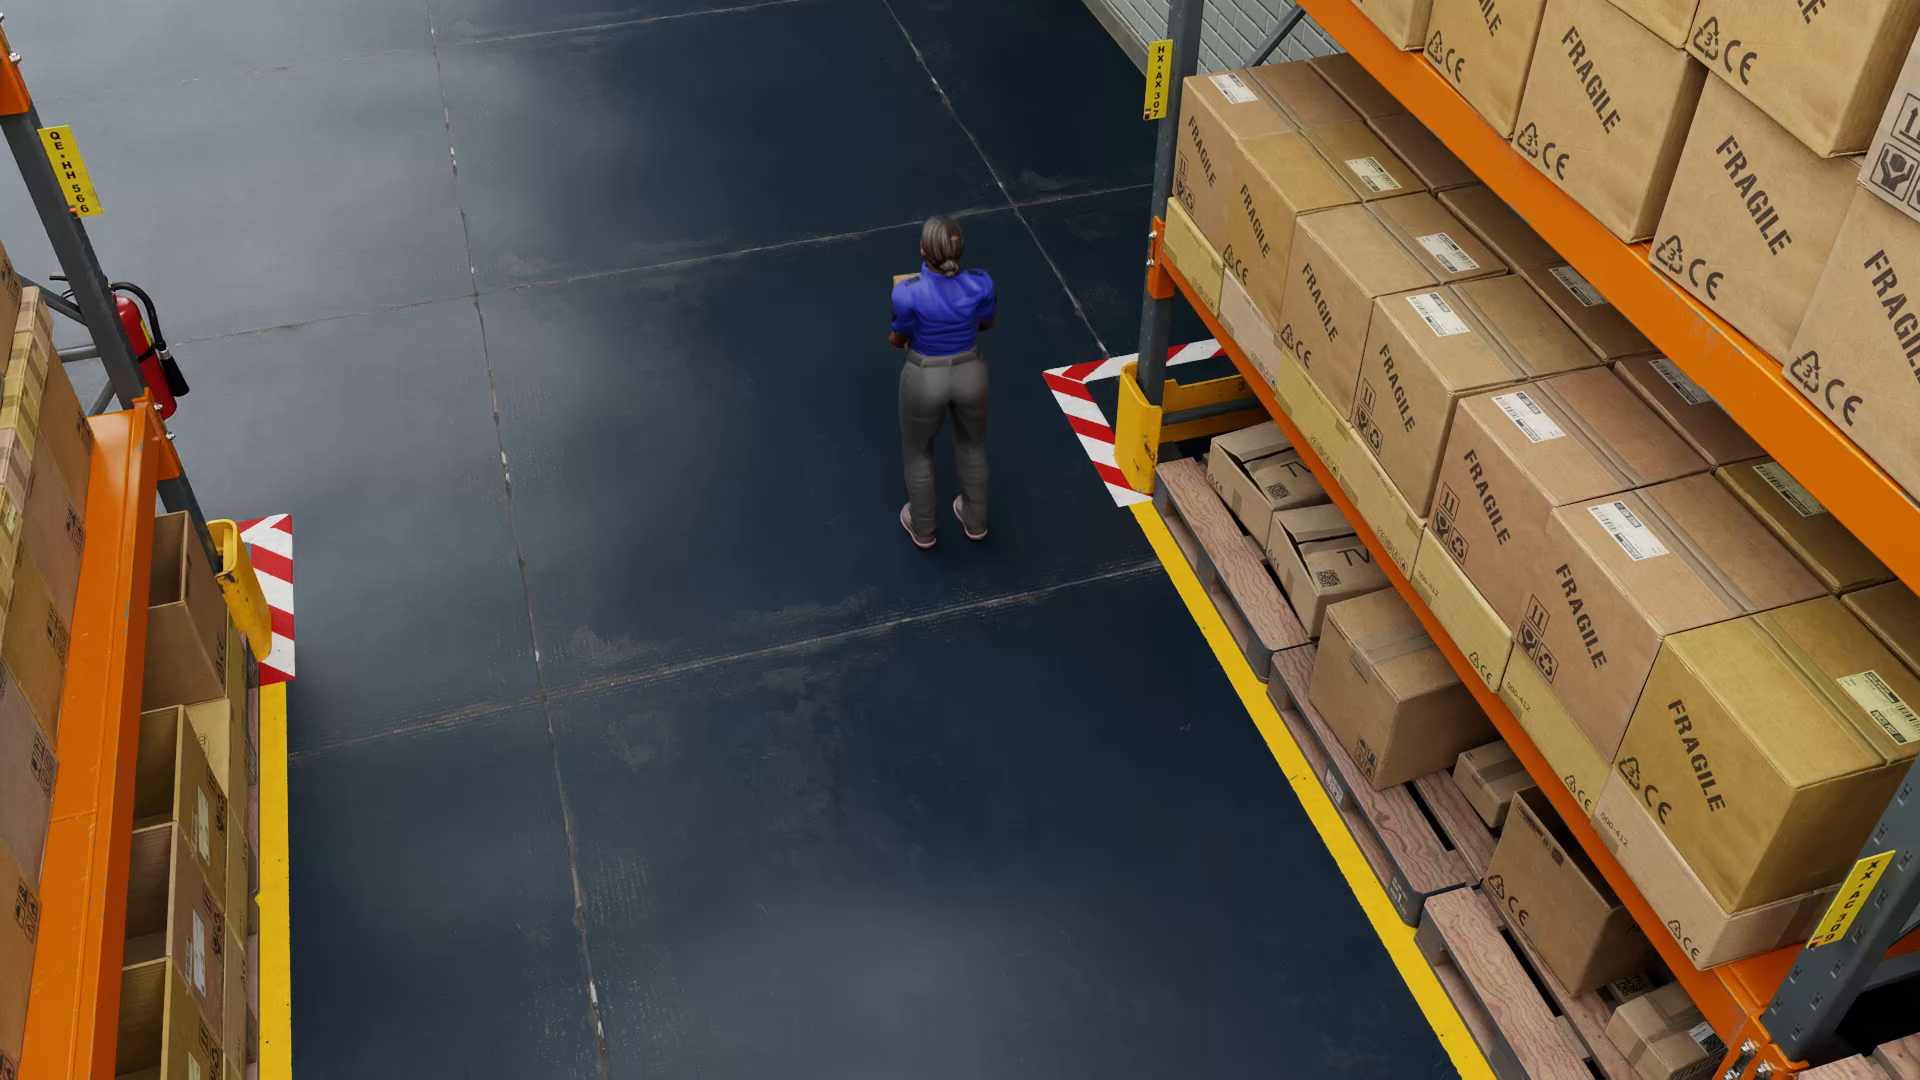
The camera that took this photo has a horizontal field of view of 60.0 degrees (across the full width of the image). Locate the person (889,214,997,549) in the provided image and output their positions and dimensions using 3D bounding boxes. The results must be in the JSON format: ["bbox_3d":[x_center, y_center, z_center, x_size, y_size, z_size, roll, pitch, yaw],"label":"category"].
[{"bbox_3d":[-0.082,-0.702,6.939,0.450,1.647,0.517,-10,43,-10],"label":"person"}]
